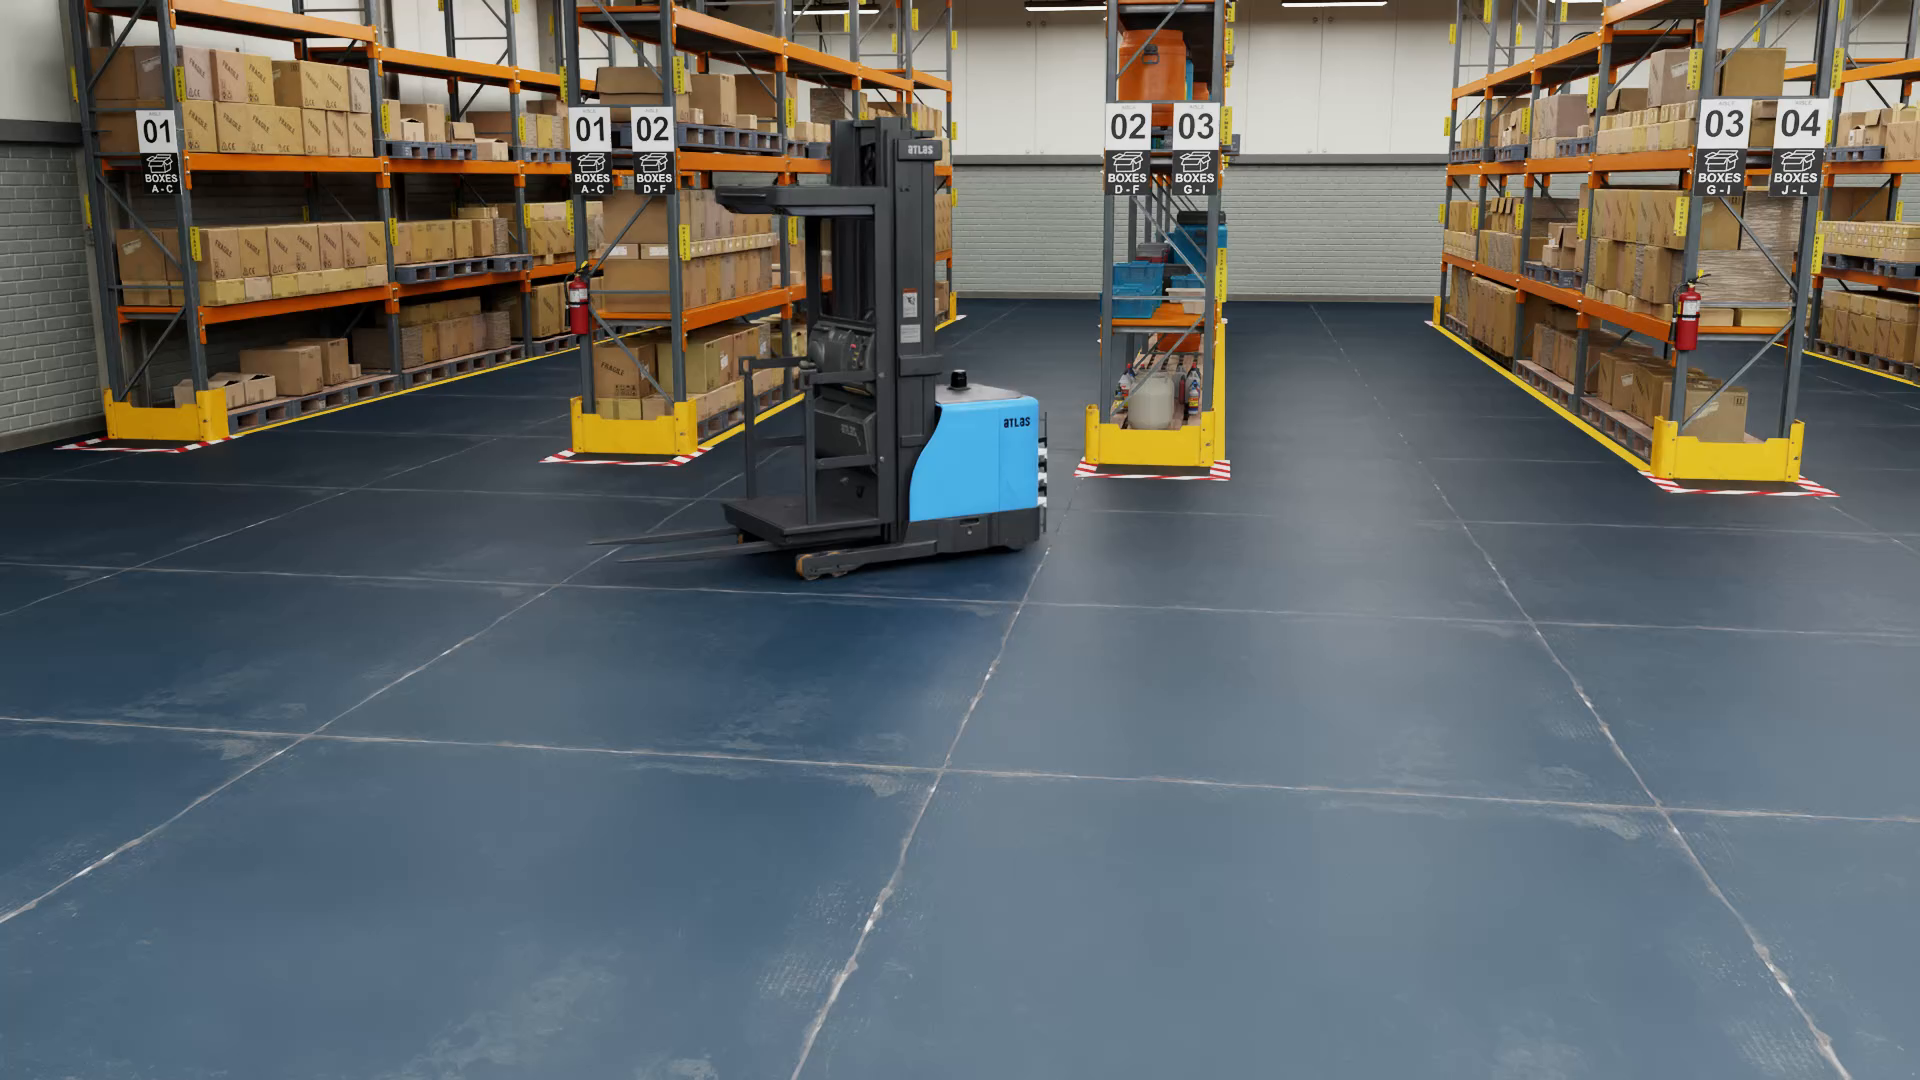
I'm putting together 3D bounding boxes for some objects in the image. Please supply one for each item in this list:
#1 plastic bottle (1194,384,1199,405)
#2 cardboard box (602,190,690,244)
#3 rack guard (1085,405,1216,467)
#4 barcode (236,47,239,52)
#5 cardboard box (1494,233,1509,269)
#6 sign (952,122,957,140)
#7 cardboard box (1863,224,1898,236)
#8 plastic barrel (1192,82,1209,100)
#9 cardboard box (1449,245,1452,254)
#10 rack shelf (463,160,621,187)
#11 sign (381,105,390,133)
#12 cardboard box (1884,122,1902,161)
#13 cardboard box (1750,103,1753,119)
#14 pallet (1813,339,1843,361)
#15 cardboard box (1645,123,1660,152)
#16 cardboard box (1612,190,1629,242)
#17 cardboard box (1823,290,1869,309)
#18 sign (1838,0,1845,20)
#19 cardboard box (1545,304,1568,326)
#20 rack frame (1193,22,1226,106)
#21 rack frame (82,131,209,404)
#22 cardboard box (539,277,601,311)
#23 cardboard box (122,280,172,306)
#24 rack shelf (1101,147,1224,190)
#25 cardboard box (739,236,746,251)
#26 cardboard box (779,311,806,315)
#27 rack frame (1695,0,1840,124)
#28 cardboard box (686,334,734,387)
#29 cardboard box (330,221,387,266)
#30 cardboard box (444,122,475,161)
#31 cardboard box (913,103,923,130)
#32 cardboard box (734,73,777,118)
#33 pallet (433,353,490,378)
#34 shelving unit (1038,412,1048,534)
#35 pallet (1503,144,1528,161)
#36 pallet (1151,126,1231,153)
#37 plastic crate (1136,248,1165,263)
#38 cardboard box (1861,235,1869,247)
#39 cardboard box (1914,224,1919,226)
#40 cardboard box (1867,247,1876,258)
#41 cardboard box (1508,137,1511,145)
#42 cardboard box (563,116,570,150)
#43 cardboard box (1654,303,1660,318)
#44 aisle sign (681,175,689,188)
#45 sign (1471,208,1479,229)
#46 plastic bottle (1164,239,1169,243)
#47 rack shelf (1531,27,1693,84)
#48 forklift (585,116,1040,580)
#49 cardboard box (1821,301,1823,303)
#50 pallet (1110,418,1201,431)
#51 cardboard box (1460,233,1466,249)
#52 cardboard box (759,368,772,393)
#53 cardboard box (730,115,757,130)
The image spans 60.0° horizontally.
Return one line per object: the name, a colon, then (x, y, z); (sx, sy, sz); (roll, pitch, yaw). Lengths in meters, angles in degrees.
plastic bottle: (2.421, -1.468, 17.087); (0.061, 0.283, 0.133); (2, 12, 10)
cardboard box: (-3.020, -3.119, 16.028); (0.700, 0.500, 0.500); (2, 12, 9)
rack guard: (1.747, -0.962, 15.271); (1.175, 0.500, 0.348); (2, 12, 9)
barcode: (-8.031, -5.440, 18.486); (0.001, 0.075, 0.075); (2, 12, 9)
cardboard box: (7.975, -4.149, 23.887); (0.500, 0.500, 0.500); (2, 12, 10)
sign: (-0.106, -7.536, 30.618); (0.100, 0.325, 0.005); (2, 12, 9)
cardboard box: (12.615, -4.249, 22.777); (0.380, 0.149, 0.250); (2, 12, 11)
plastic barrel: (3.102, -5.832, 22.797); (0.600, 0.830, 0.708); (2, 12, 9)
cardboard box: (8.640, -4.990, 28.623); (0.380, 0.149, 0.250); (2, 12, 8)
rack shelf: (-6.470, -5.684, 25.835); (1.077, 0.370, 4.000); (2, 12, 9)
sign: (-6.855, -5.023, 19.835); (0.100, 0.325, 0.005); (2, 12, 9)
cardboard box: (12.773, -5.341, 22.297); (0.500, 0.500, 0.500); (2, 12, 9)
cardboard box: (6.999, -3.751, 14.570); (0.380, 0.149, 0.250); (2, 12, 8)
pallet: (13.288, -2.797, 24.471); (1.003, 0.211, 1.213); (2, 12, 9)
cardboard box: (6.660, -3.718, 15.362); (0.500, 0.250, 0.500); (2, 12, 10)
cardboard box: (6.817, -3.228, 16.536); (0.500, 0.500, 0.500); (2, 12, 9)
cardboard box: (13.032, -3.527, 24.396); (0.500, 0.250, 0.500); (1, 12, 6)
sign: (12.873, -7.772, 24.291); (0.100, 0.325, 0.005); (2, 12, 9)
cardboard box: (7.833, -2.891, 21.396); (0.500, 0.250, 0.500); (2, 12, 11)
rack frame: (3.012, -6.765, 22.022); (1.000, 3.000, 0.127); (2, 12, 9)
rack frame: (-8.008, -2.488, 16.416); (1.000, 3.000, 0.127); (2, 12, 9)
cardboard box: (-6.267, -3.815, 26.683); (0.750, 0.750, 0.750); (2, 12, 10)
cardboard box: (-8.127, -2.528, 16.911); (0.500, 0.250, 0.500); (2, 12, 9)
rack shelf: (2.089, -3.698, 16.618); (1.077, 0.370, 4.000); (2, 12, 9)
cardboard box: (-2.524, -3.199, 17.939); (0.380, 0.149, 0.250); (2, 12, 10)
cardboard box: (-2.253, -3.029, 23.127); (0.500, 0.311, 0.500); (2, 12, 11)
rack frame: (6.676, -4.939, 13.550); (1.000, 3.000, 0.127); (2, 12, 9)
cardboard box: (-2.671, -1.869, 17.294); (0.500, 0.500, 0.500); (2, 12, 9)
cardboard box: (-7.160, -3.515, 19.712); (0.500, 0.500, 0.500); (2, 12, 9)
cardboard box: (-7.068, -5.413, 22.576); (0.797, 0.503, 0.637); (4, 13, 17)
cardboard box: (-1.013, -7.032, 27.771); (0.700, 0.500, 0.500); (2, 12, 9)
cardboard box: (-2.363, -5.253, 19.705); (0.500, 0.500, 0.500); (2, 12, 9)
pallet: (-7.089, -2.374, 22.508); (1.003, 0.211, 1.213); (2, 12, 9)
shelving unit: (0.476, -0.482, 12.094); (0.258, 0.900, 0.210); (8, 14, 32)
pallet: (7.953, -5.181, 22.243); (1.213, 0.211, 1.003); (2, 12, 11)
pallet: (2.005, -3.710, 15.415); (1.003, 0.211, 1.213); (2, 12, 9)
plastic crate: (2.169, -3.141, 19.298); (0.402, 0.464, 0.583); (2, 12, 9)
cardboard box: (12.614, -4.104, 22.809); (0.380, 0.149, 0.250); (2, 12, 10)
cardboard box: (13.254, -4.227, 22.673); (0.380, 0.149, 0.250); (2, 12, 10)
cardboard box: (12.574, -3.903, 22.583); (0.380, 0.149, 0.250); (1, 12, 6)
cardboard box: (8.144, -5.748, 24.024); (0.380, 0.149, 0.250); (1, 12, 6)
cardboard box: (-6.428, -6.418, 26.254); (0.700, 0.500, 0.500); (2, 12, 8)
cardboard box: (6.596, -2.107, 15.245); (0.380, 0.149, 0.250); (2, 12, 9)
aisle sign: (-5.239, -7.094, 31.622); (0.394, 0.787, 0.004); (2, 12, 9)
sign: (7.972, -4.984, 25.756); (0.100, 0.325, 0.005); (2, 12, 9)
plastic bottle: (3.246, -4.569, 26.193); (0.144, 0.351, 0.185); (2, 12, 9)
rack shelf: (7.598, -5.641, 19.464); (1.077, 0.370, 4.000); (2, 12, 9)
forklift: (-0.977, -1.299, 11.065); (3.031, 2.935, 1.130); (-7, 14, -29)
cardboard box: (13.893, -3.705, 26.423); (0.380, 0.149, 0.250); (2, 12, 10)
pallet: (1.877, -0.990, 16.085); (1.003, 0.211, 1.213); (2, 12, 9)
cardboard box: (8.485, -4.891, 27.217); (0.500, 0.250, 0.500); (2, 12, 10)
cardboard box: (-2.439, -1.814, 18.822); (0.500, 0.250, 0.500); (2, 12, 9)
cardboard box: (-2.413, -4.518, 17.984); (0.380, 0.149, 0.250); (2, 12, 9)
